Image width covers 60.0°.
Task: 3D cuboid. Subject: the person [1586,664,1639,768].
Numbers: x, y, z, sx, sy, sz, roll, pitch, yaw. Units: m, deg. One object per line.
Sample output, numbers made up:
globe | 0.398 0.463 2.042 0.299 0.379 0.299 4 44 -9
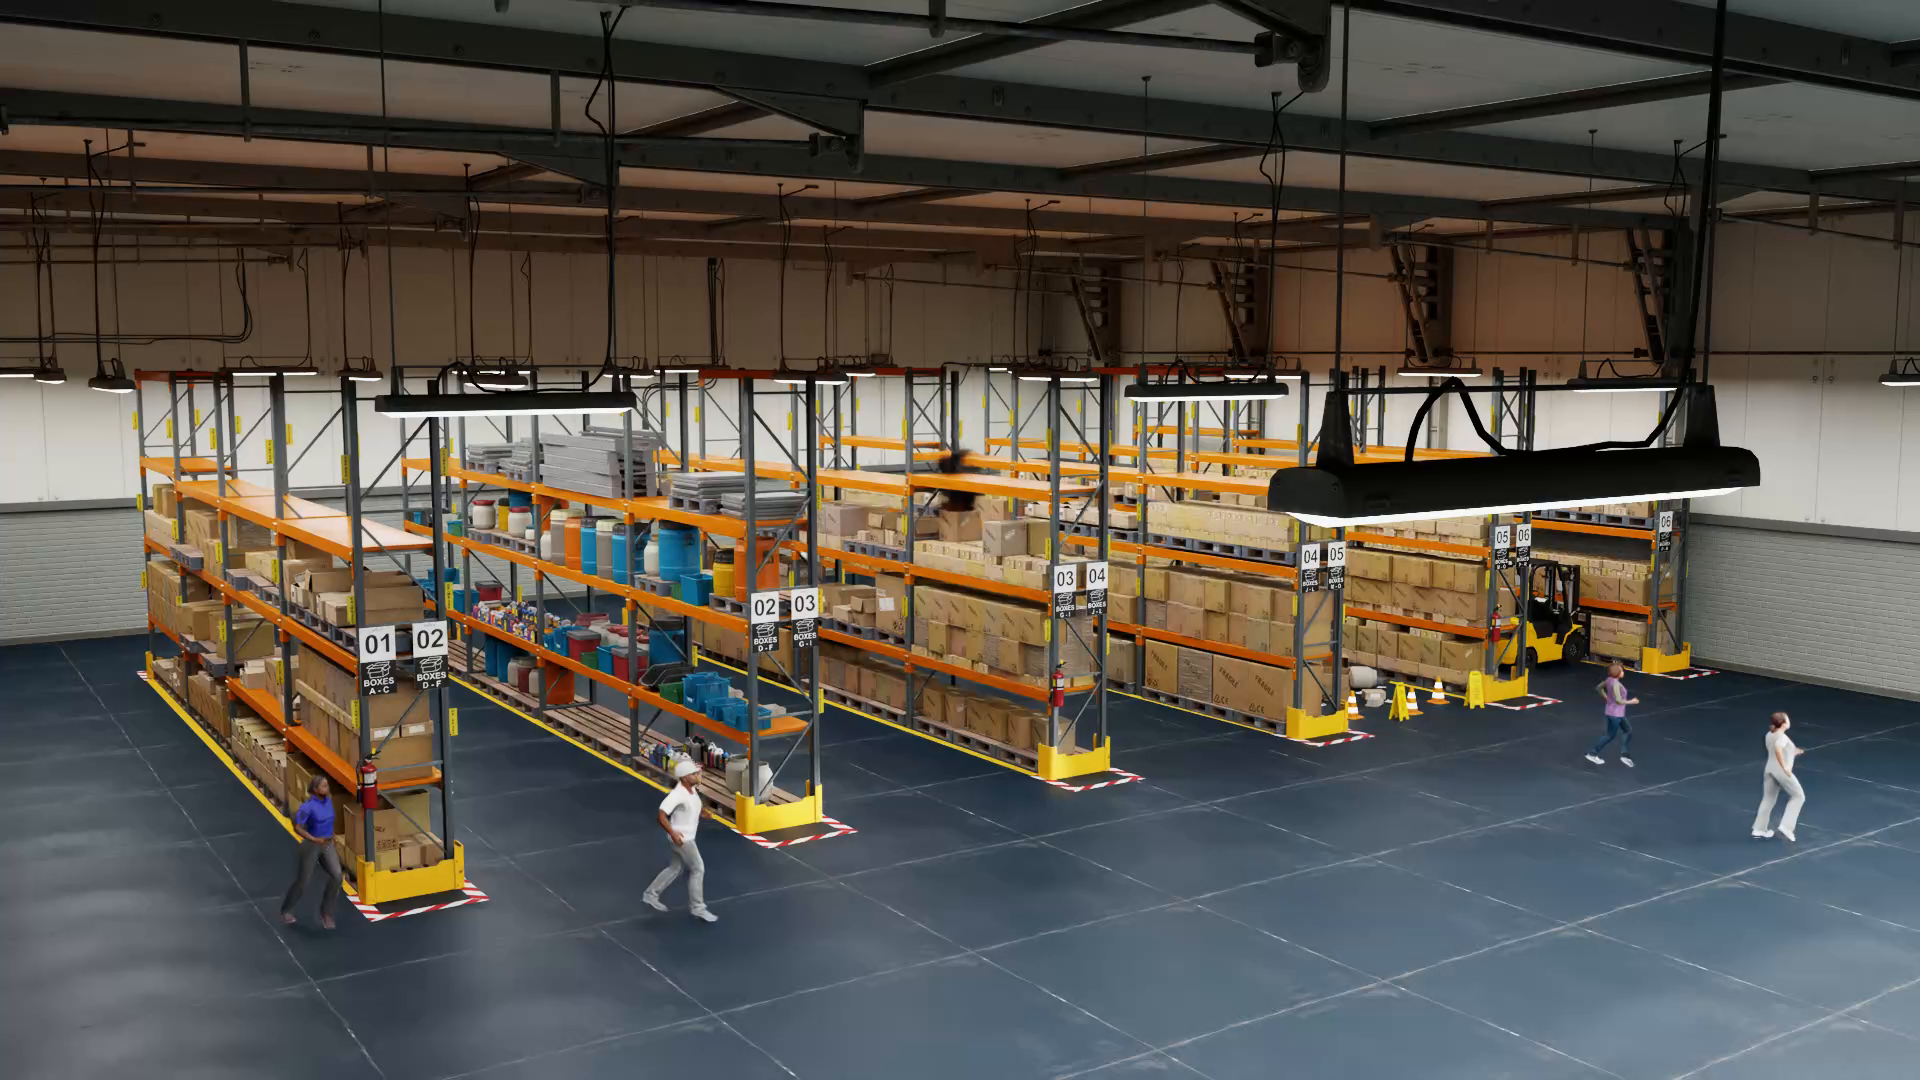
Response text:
person | 9.982 2.688 25.423 0.733 1.620 0.541 2 7 16

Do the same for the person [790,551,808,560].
person | -4.151 0.816 41.588 0.645 1.685 0.766 -3 7 -26

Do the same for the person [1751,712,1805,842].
person | 10.627 3.071 21.562 0.677 1.704 0.546 -1 7 -13

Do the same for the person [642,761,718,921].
person | -3.146 3.351 18.604 0.853 1.801 0.691 0 6 -4

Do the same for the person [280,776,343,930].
person | -7.152 3.454 18.479 0.688 1.676 0.660 3 7 27
